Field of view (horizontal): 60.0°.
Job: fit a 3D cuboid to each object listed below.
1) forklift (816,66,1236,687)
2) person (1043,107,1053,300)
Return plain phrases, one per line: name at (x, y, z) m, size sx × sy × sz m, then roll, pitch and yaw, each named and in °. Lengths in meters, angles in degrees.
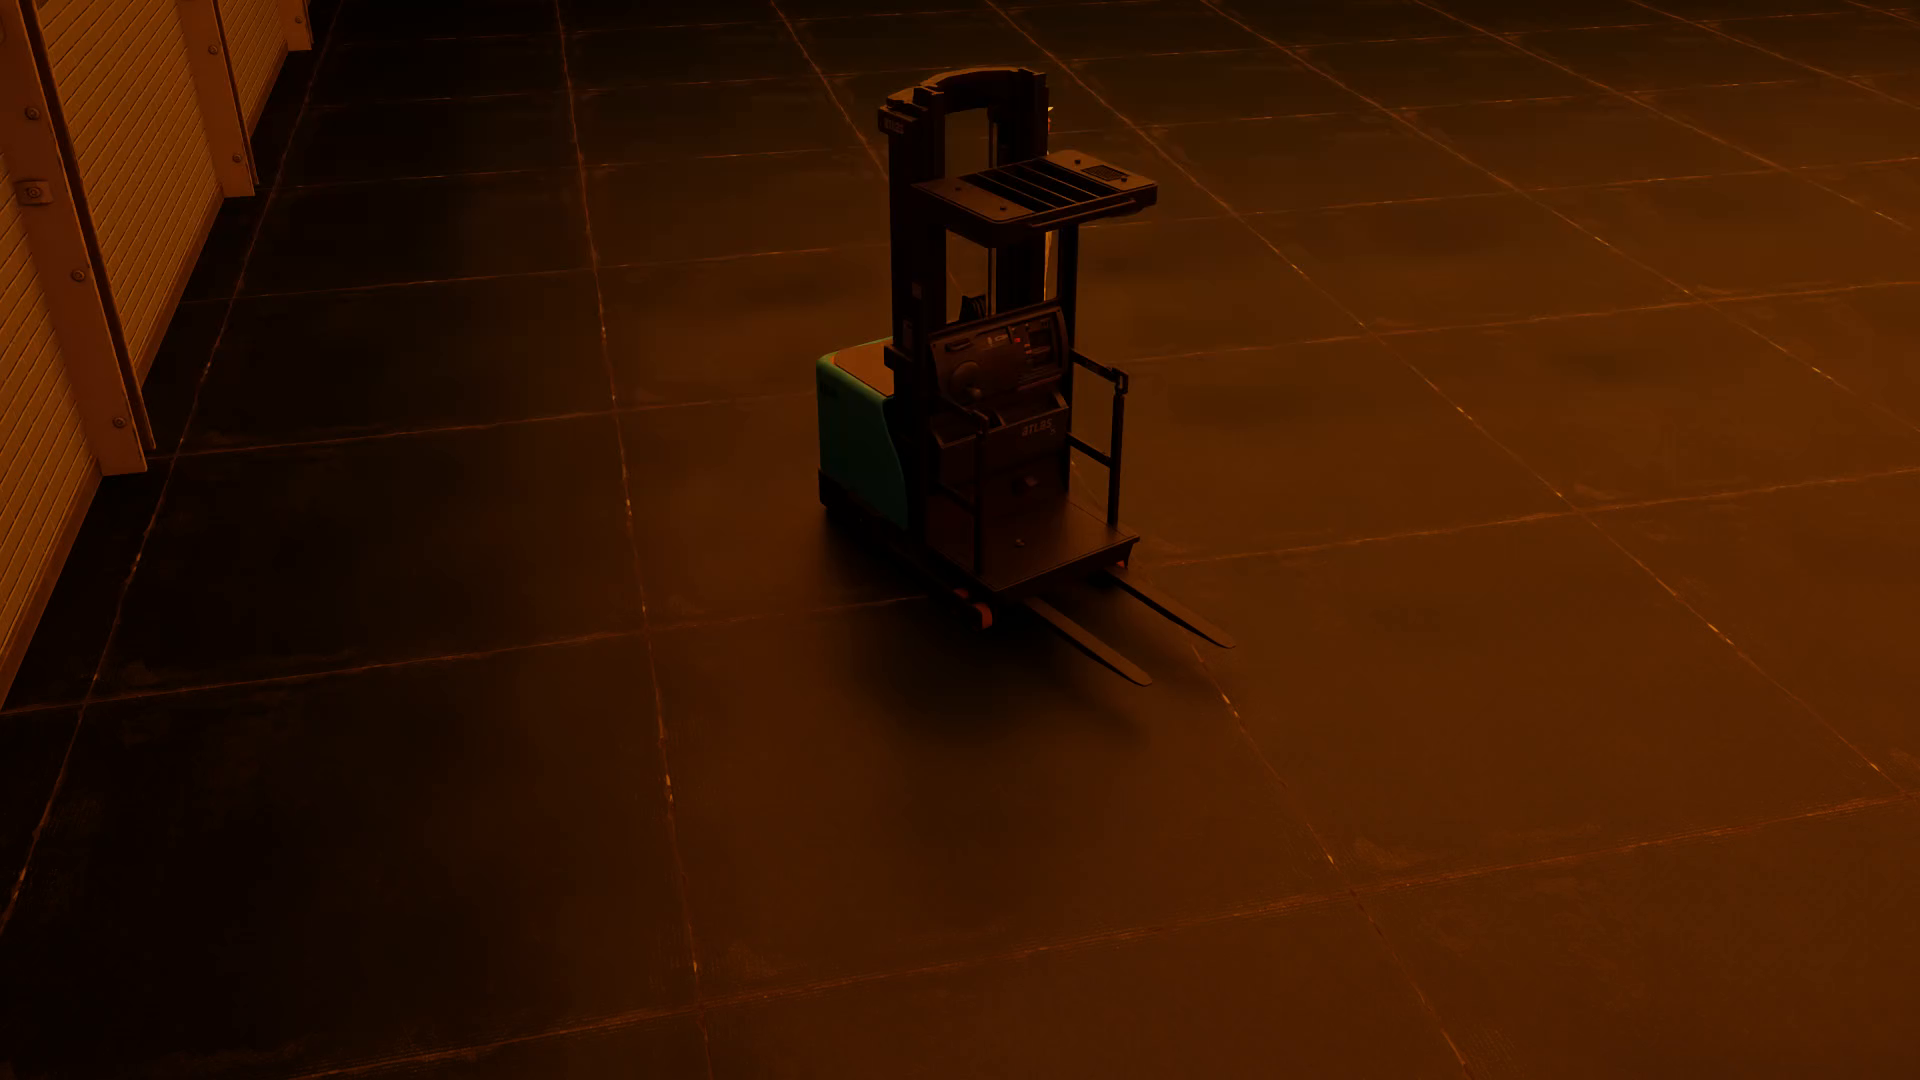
forklift at (0.355, -1.021, 9.338) m, size 1.130 × 2.935 × 3.031 m, roll -20°, pitch 35°, yaw -30°
person at (0.668, -2.566, 13.133) m, size 0.566 × 1.786 × 0.637 m, roll 10°, pitch 31°, yaw 16°
